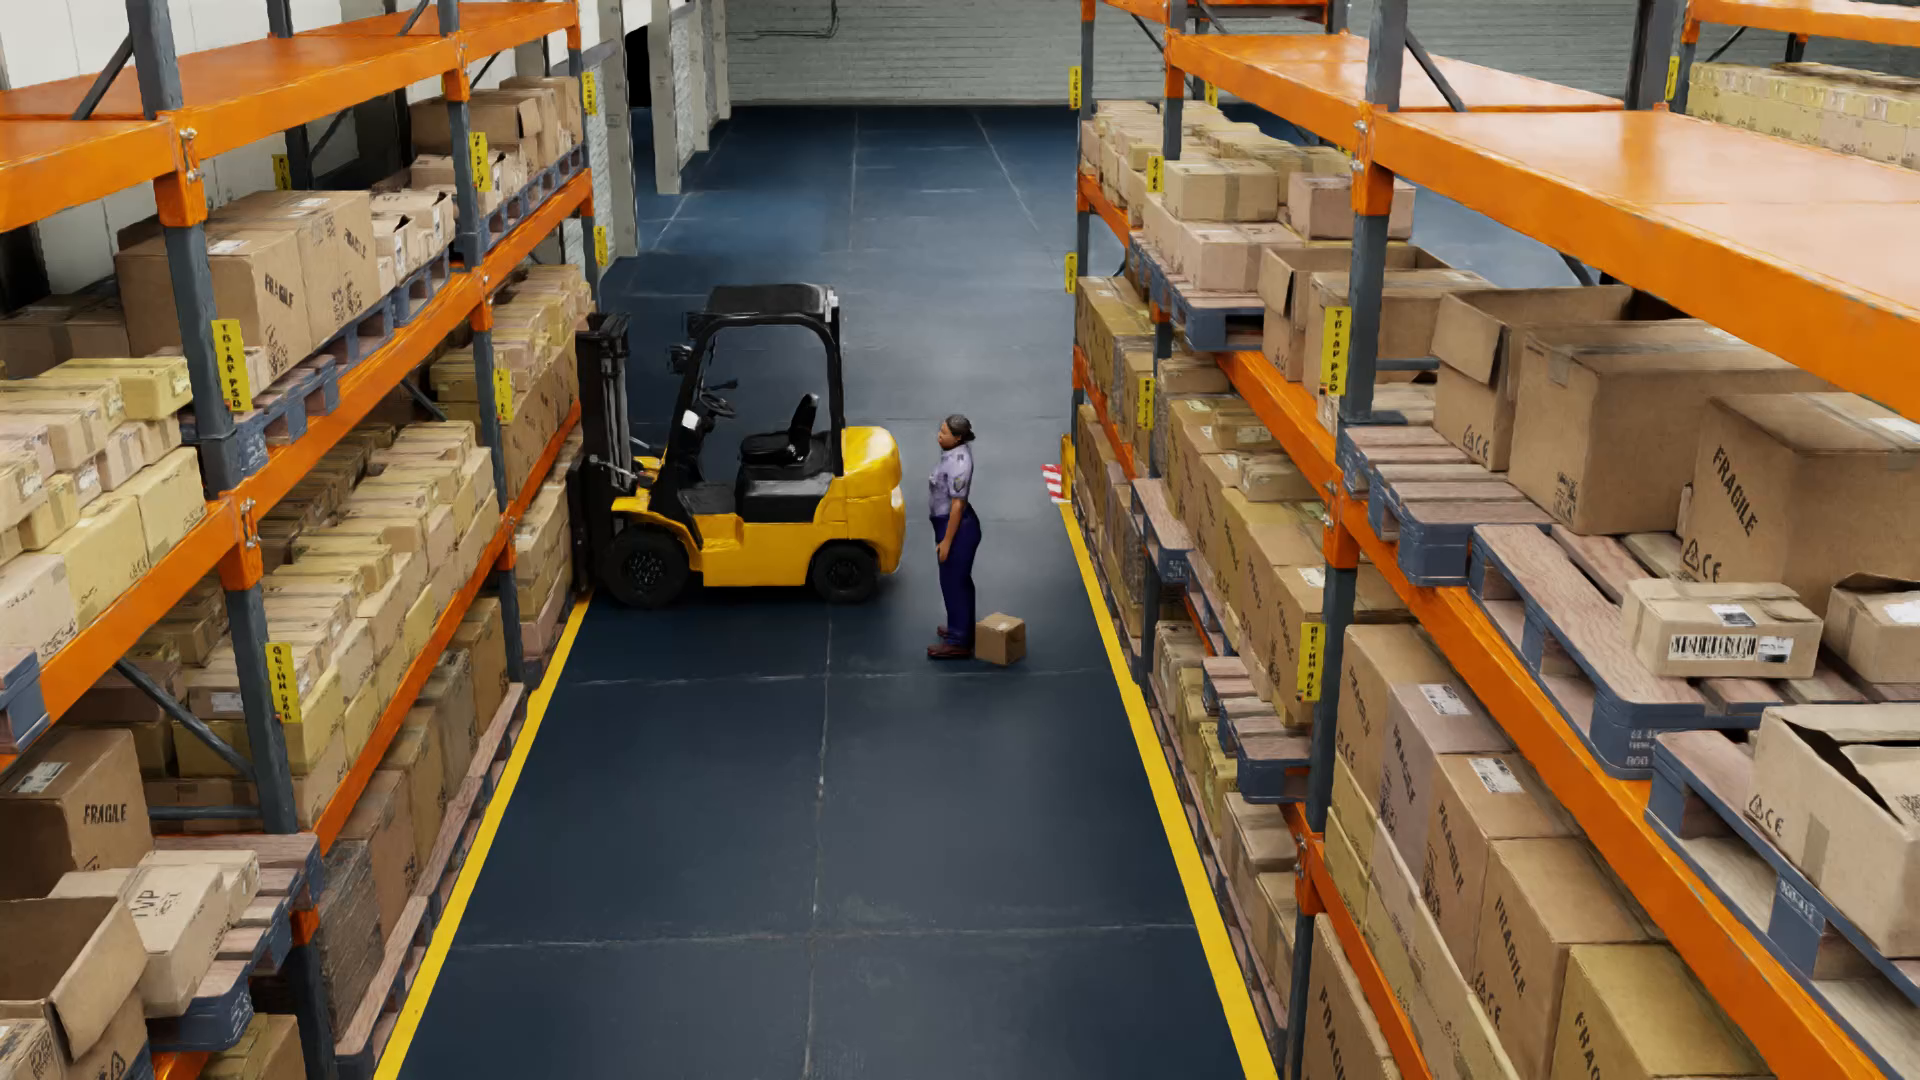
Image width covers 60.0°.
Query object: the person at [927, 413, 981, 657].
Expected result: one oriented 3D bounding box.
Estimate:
[{"bbox_3d":[-0.043,-0.044,11.178,0.365,1.656,0.532,0,21,0],"label":"person"}]
